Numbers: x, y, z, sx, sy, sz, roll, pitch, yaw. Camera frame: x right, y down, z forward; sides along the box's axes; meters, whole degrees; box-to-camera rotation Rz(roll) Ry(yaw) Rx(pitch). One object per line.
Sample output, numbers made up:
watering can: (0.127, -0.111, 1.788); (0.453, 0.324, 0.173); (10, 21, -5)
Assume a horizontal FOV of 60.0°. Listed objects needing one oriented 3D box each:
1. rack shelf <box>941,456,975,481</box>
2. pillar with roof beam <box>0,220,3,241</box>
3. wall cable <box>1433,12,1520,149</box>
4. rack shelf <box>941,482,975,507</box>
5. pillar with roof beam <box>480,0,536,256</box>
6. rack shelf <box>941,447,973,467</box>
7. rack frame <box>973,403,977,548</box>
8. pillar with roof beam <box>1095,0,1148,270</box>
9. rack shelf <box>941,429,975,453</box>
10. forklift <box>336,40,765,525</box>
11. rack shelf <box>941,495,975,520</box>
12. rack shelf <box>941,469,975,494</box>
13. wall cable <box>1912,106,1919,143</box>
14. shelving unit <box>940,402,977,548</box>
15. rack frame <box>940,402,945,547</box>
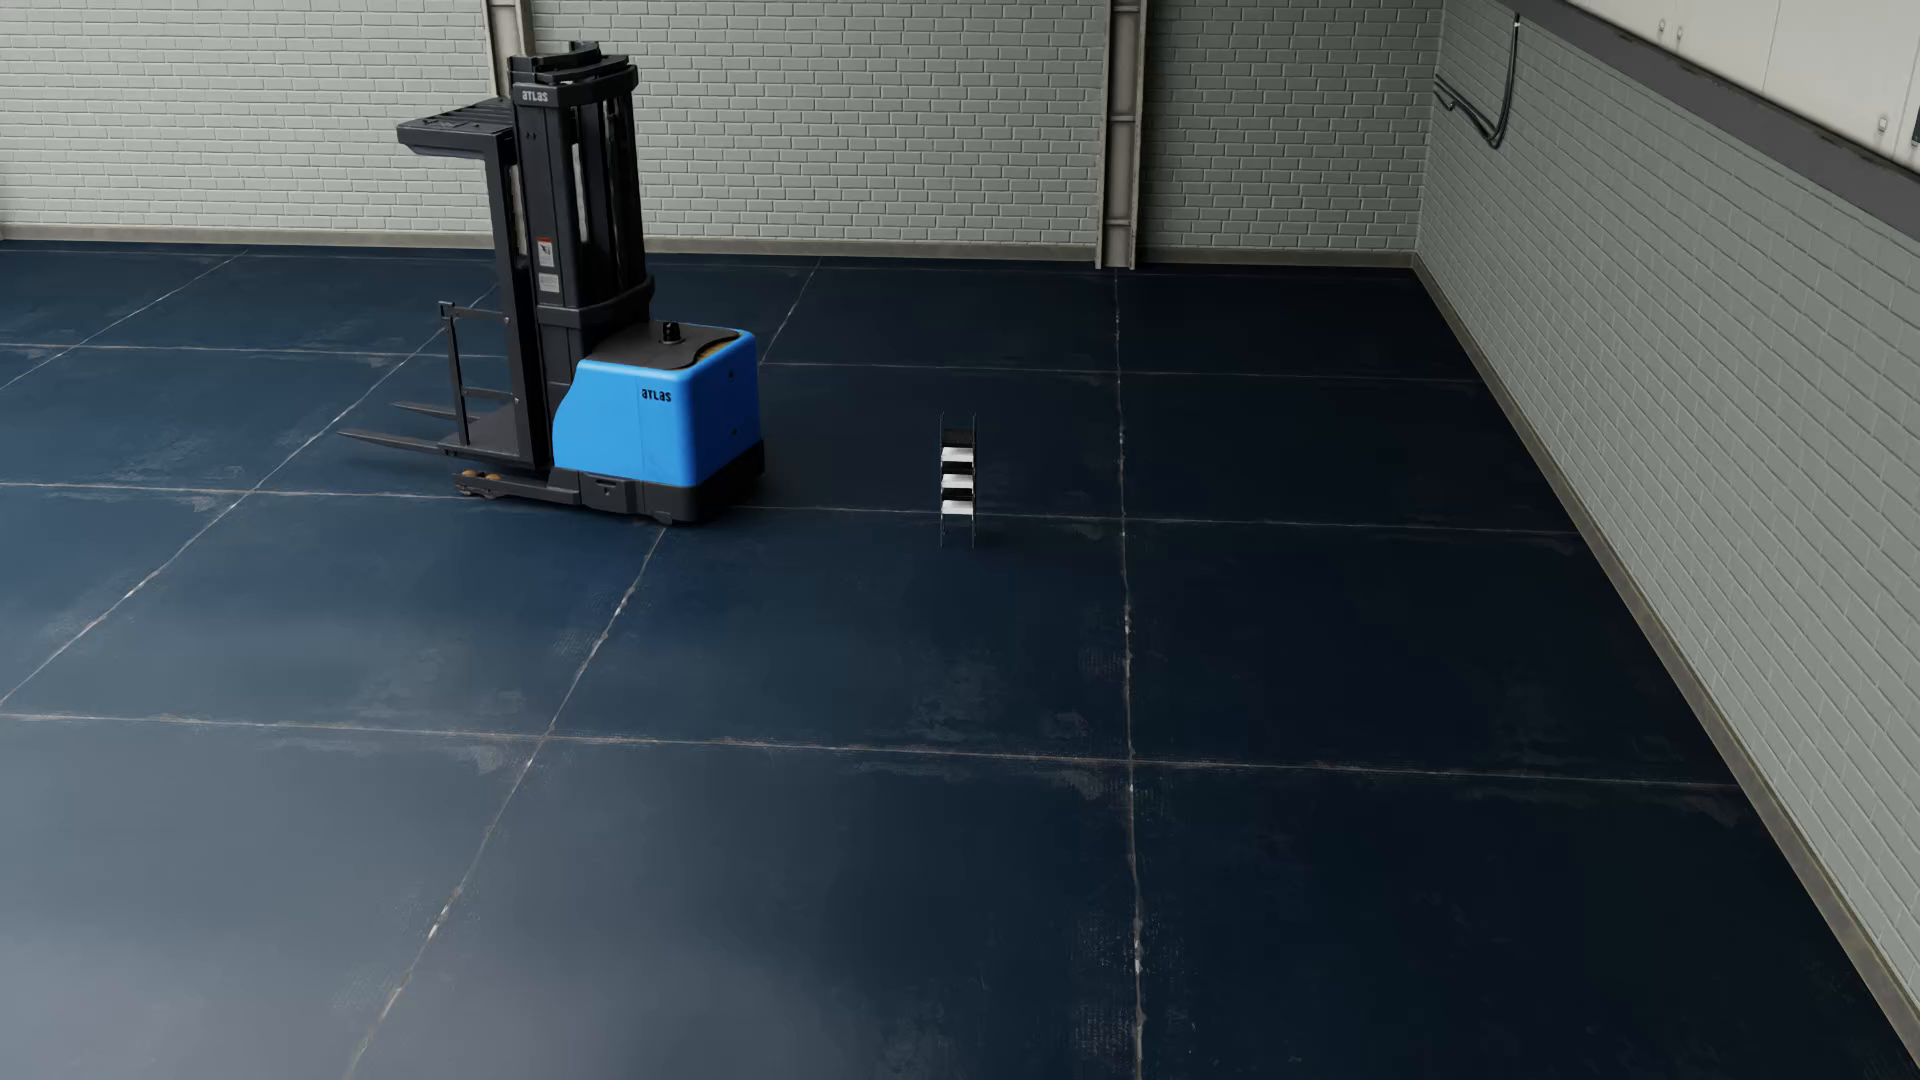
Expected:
rack shelf: (-0.008, -0.461, 10.539); (0.200, 0.077, 0.258); (2, 25, 4)
pillar with roof beam: (-10.726, -5.453, 11.836); (0.400, 9.000, 9.100); (2, 25, 4)
wall cable: (4.404, -4.808, 14.148); (0.112, 2.526, 3.097); (2, 25, 4)
rack shelf: (-0.008, -0.297, 10.614); (0.200, 0.077, 0.258); (2, 25, 4)
pillar with roof beam: (-4.744, -5.261, 11.419); (0.400, 9.000, 9.100); (2, 25, 4)
rack shelf: (-0.008, -0.542, 10.501); (0.200, 0.077, 0.258); (2, 25, 4)
rack frame: (0.093, -0.406, 10.555); (0.006, 0.900, 0.240); (2, 25, 4)
pillar with roof beam: (1.239, -5.069, 11.002); (0.400, 9.000, 9.100); (2, 25, 4)
rack shelf: (-0.008, -0.624, 10.464); (0.200, 0.077, 0.258); (2, 25, 4)
forklift: (-2.936, -1.805, 11.167); (3.031, 2.935, 1.130); (9, 26, 19)
rack shelf: (-0.008, -0.215, 10.652); (0.200, 0.077, 0.258); (2, 25, 4)
rack shelf: (-0.008, -0.379, 10.576); (0.200, 0.077, 0.258); (2, 25, 4)
wall cable: (3.662, -3.807, 4.190); (0.169, 6.003, 2.305); (2, 25, 4)
shelving unit: (-0.008, -0.409, 10.562); (0.210, 0.900, 0.258); (2, 25, 4)
rack frame: (-0.109, -0.412, 10.570); (0.006, 0.900, 0.240); (2, 25, 4)
